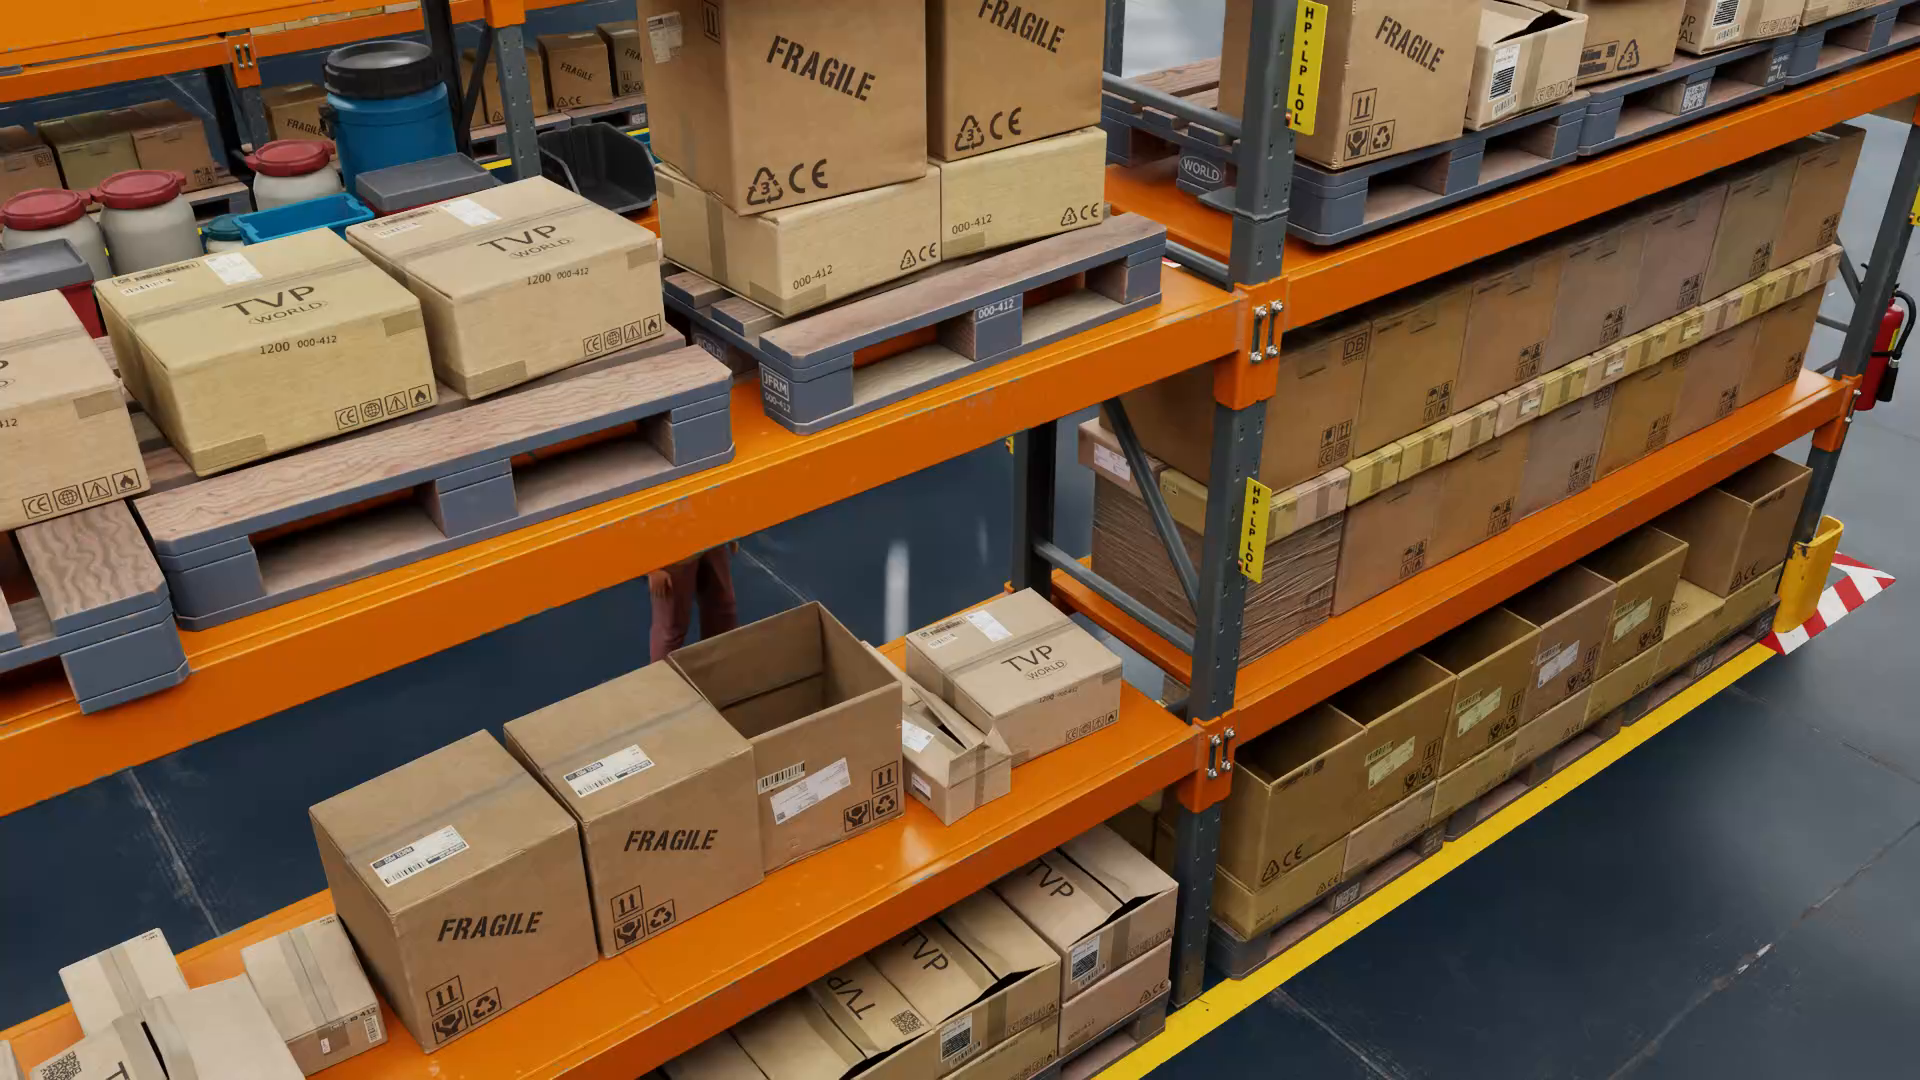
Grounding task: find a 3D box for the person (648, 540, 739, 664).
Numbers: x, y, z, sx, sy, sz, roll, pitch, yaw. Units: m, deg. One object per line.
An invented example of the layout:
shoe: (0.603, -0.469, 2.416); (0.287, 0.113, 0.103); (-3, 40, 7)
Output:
person: (-1.121, 0.064, 6.989); (0.455, 1.680, 0.502); (17, 36, 25)
